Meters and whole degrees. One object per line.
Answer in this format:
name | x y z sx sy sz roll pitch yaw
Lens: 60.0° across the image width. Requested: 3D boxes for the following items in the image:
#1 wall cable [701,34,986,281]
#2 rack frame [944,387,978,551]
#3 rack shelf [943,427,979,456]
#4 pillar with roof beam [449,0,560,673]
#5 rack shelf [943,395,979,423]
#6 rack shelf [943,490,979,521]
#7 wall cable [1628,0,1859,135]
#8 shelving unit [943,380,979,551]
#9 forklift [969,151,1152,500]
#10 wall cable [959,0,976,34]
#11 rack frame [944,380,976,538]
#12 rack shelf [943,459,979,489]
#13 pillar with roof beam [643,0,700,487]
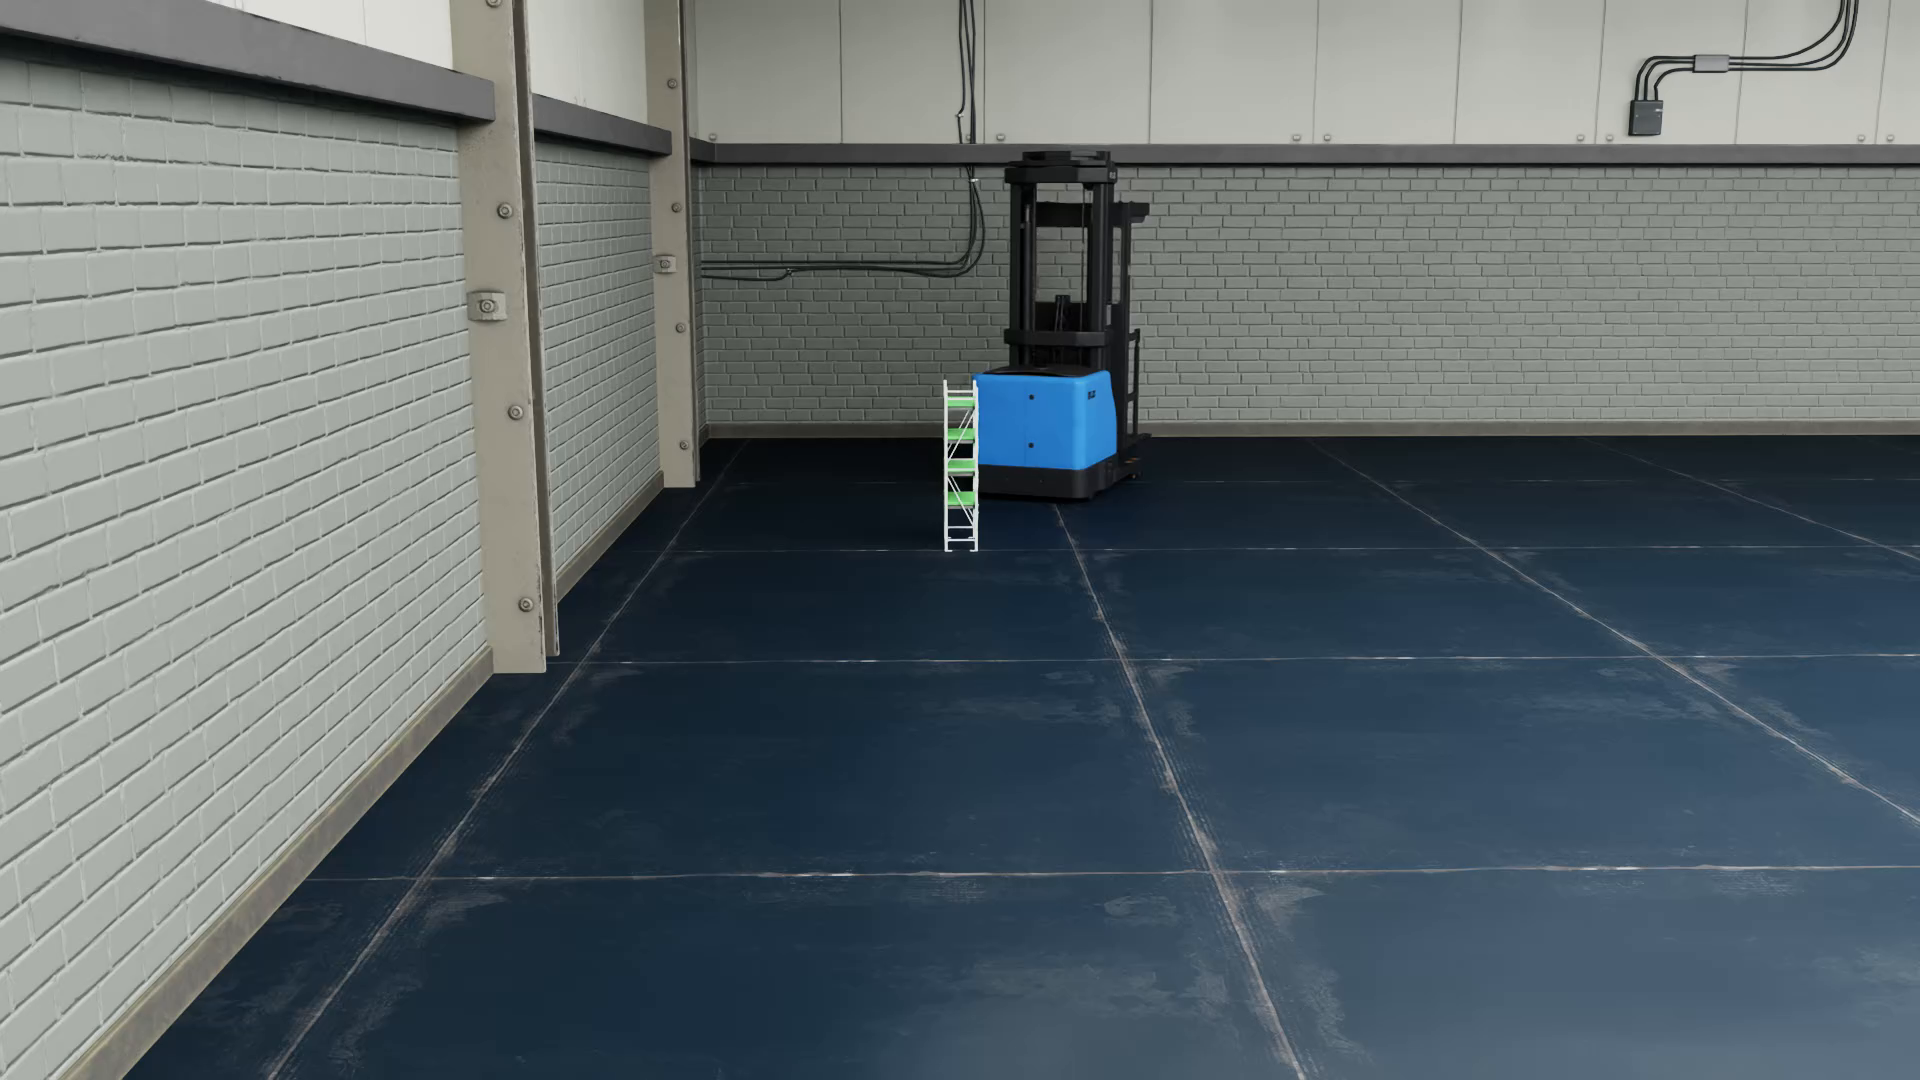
wall cable | -1.275 -3.991 17.408 3.097 2.526 0.112 0 11 -1
rack frame | 0.008 -0.507 12.039 0.240 1.200 0.015 0 11 -1
rack shelf | 0.003 -0.728 12.243 0.258 0.148 0.480 0 11 -1
pillar with roof beam | 1.892 -3.747 8.394 9.100 9.000 0.400 0 11 -1
rack shelf | 0.003 -0.963 12.195 0.258 0.148 0.480 0 11 -1
rack shelf | 0.003 -0.257 12.338 0.258 0.148 0.480 0 11 -1
wall cable | 8.217 -7.215 16.938 2.305 6.003 0.169 0 11 -1
shelving unit | 0.003 -0.555 12.278 0.258 1.200 0.503 0 11 -1
forklift | 1.073 -2.026 15.176 1.130 2.935 3.031 4 12 20
wall cable | 1.430 -6.477 16.960 3.097 2.526 0.112 0 11 -1
rack frame | -0.002 -0.604 12.517 0.240 1.200 0.015 0 11 -1
rack shelf | 0.003 -0.493 12.290 0.258 0.148 0.480 0 11 -1
pillar with roof beam | 1.768 -4.939 14.273 9.100 9.000 0.400 0 11 -1
